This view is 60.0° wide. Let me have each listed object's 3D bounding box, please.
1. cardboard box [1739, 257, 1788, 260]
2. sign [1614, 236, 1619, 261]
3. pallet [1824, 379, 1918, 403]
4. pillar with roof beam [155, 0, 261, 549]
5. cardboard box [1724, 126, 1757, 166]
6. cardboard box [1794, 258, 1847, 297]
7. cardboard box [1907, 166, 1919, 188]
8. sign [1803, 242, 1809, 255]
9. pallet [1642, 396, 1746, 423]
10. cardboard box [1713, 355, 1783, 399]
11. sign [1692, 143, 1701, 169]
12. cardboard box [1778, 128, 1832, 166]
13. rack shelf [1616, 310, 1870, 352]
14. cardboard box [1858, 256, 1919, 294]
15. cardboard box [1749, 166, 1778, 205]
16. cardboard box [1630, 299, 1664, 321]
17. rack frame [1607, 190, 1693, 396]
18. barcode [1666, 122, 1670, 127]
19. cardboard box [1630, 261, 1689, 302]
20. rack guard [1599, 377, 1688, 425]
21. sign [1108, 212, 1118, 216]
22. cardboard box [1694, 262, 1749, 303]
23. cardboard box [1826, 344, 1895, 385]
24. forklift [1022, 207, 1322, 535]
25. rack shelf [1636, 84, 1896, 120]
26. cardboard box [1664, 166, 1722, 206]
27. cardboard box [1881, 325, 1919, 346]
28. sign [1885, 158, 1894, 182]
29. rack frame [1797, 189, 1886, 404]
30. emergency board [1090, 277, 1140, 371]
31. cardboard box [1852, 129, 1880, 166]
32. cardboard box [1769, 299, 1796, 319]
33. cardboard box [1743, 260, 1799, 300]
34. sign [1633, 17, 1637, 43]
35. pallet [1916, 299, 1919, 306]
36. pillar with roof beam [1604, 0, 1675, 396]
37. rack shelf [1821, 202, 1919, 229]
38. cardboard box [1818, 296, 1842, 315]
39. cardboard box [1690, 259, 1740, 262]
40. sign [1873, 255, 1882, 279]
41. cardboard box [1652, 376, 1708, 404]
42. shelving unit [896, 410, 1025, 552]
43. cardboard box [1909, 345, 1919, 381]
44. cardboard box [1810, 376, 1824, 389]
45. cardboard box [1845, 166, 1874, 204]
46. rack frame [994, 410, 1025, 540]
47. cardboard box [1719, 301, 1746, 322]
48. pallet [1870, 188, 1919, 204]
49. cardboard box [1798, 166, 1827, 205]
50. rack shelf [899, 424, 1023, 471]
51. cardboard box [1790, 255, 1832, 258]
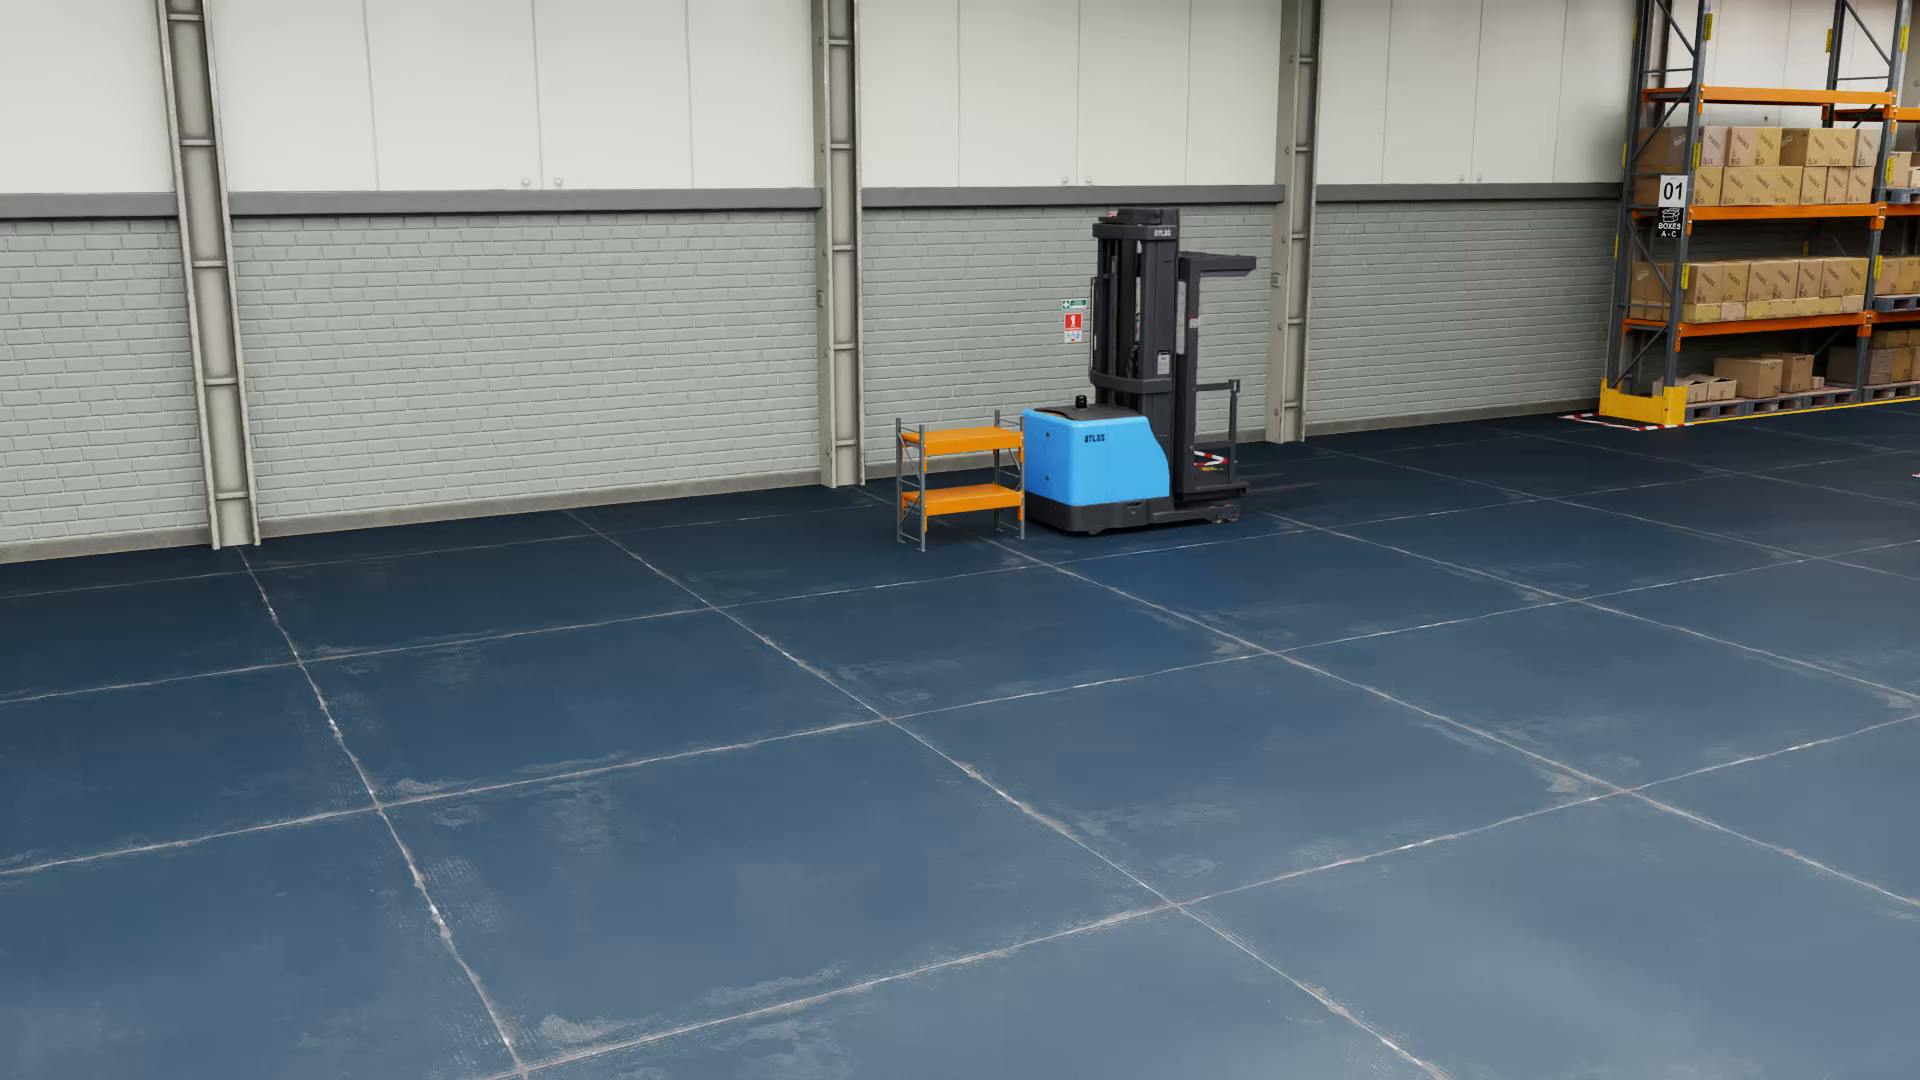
[{"bbox_3d":[11.181,-3.693,23.276,0.500,0.500,0.500,-6,14,-26],"label":"cardboard box"},{"bbox_3d":[8.830,-3.912,22.304,0.005,0.325,0.100,-7,14,-28],"label":"sign"},{"bbox_3d":[13.272,-2.227,24.523,1.213,0.211,1.003,-7,14,-28],"label":"pallet"},{"bbox_3d":[-4.458,-3.528,10.290,0.400,9.000,9.100,-7,14,-28],"label":"pillar with roof beam"},{"bbox_3d":[9.997,-5.131,21.693,0.500,0.500,0.500,-7,14,-29],"label":"cardboard box"},{"bbox_3d":[11.887,-3.644,23.059,0.500,0.500,0.500,-7,14,-28],"label":"cardboard box"},{"bbox_3d":[13.648,-5.237,23.961,0.500,0.311,0.500,-6,14,-26],"label":"cardboard box"},{"bbox_3d":[12.320,-4.176,24.198,0.005,0.325,0.100,-7,14,-28],"label":"sign"},{"bbox_3d":[9.875,-1.810,22.673,1.213,0.211,1.003,-7,14,-28],"label":"pallet"},{"bbox_3d":[10.897,-2.262,23.021,0.500,0.500,0.700,-8,15,-31],"label":"cardboard box"},{"bbox_3d":[9.338,-4.869,21.092,0.005,0.325,0.100,-7,14,-28],"label":"sign"},{"bbox_3d":[11.350,-5.293,22.414,0.500,0.500,0.500,-7,15,-30],"label":"cardboard box"},{"bbox_3d":[10.834,-2.944,22.995,4.000,0.370,1.077,-7,14,-28],"label":"rack shelf"},{"bbox_3d":[13.546,-3.873,24.256,0.500,0.500,0.700,-5,14,-22],"label":"cardboard box"},{"bbox_3d":[10.434,-4.698,22.048,0.500,0.500,0.500,-6,14,-25],"label":"cardboard box"},{"bbox_3d":[9.396,-3.107,22.380,0.500,0.250,0.500,-7,14,-27],"label":"cardboard box"},{"bbox_3d":[9.078,-3.084,21.982,0.127,3.000,1.000,-7,14,-28],"label":"rack frame"},{"bbox_3d":[9.462,-5.548,22.226,0.075,0.075,0.001,-7,14,-28],"label":"barcode"},{"bbox_3d":[9.390,-3.477,22.316,0.500,0.500,0.500,-7,14,-28],"label":"cardboard box"},{"bbox_3d":[9.145,-1.873,22.292,0.348,0.500,1.175,-7,14,-28],"label":"rack guard"},{"bbox_3d":[1.770,-3.590,18.949,0.199,0.298,0.001,-7,14,-28],"label":"sign"},{"bbox_3d":[10.080,-3.429,22.102,0.500,0.500,0.500,-7,14,-28],"label":"cardboard box"},{"bbox_3d":[13.227,-2.581,24.436,0.500,0.500,0.700,-6,14,-26],"label":"cardboard box"},{"bbox_3d":[2.115,-1.682,15.906,3.031,2.935,1.130,-7,14,-27],"label":"forklift"},{"bbox_3d":[10.834,-5.869,22.337,4.000,0.370,1.077,-7,14,-28],"label":"rack shelf"},{"bbox_3d":[9.492,-4.593,21.581,0.500,0.500,0.500,-6,14,-26],"label":"cardboard box"},{"bbox_3d":[14.067,-3.049,24.809,0.500,0.250,0.500,-7,15,-29],"label":"cardboard box"},{"bbox_3d":[12.856,-5.117,23.004,0.005,0.325,0.100,-7,14,-28],"label":"sign"},{"bbox_3d":[12.589,-3.505,23.851,0.127,3.000,1.000,-7,14,-28],"label":"rack frame"},{"bbox_3d":[1.824,-2.441,19.122,0.643,1.169,0.194,-7,14,-28],"label":"emergency board"},{"bbox_3d":[12.279,-5.410,22.933,0.500,0.500,0.500,-8,15,-33],"label":"cardboard box"},{"bbox_3d":[11.002,-3.173,22.674,0.500,0.250,0.500,-7,14,-27],"label":"cardboard box"},{"bbox_3d":[10.984,-3.539,22.589,0.500,0.500,0.500,-6,14,-26],"label":"cardboard box"},{"bbox_3d":[8.830,-6.653,21.688,0.005,0.325,0.100,-7,14,-28],"label":"sign"},{"bbox_3d":[14.382,-3.616,24.782,1.213,0.211,1.003,-7,14,-28],"label":"pallet"},{"bbox_3d":[11.341,-5.422,18.704,0.400,9.000,9.100,-7,14,-28],"label":"pillar with roof beam"},{"bbox_3d":[14.345,-4.828,24.536,4.000,0.370,1.077,-7,14,-28],"label":"rack shelf"},{"bbox_3d":[11.877,-3.282,23.159,0.500,0.250,0.500,-7,14,-28],"label":"cardboard box"},{"bbox_3d":[10.288,-3.583,22.788,0.500,0.500,0.500,-7,15,-29],"label":"cardboard box"},{"bbox_3d":[12.856,-3.824,23.295,0.005,0.325,0.100,-7,14,-28],"label":"sign"},{"bbox_3d":[9.729,-2.042,22.475,0.500,0.311,0.500,-9,15,-34],"label":"cardboard box"},{"bbox_3d":[0.006,-0.549,14.989,1.048,1.125,0.538,-7,14,-28],"label":"shelving unit"},{"bbox_3d":[14.124,-2.691,24.924,0.500,0.500,0.700,-7,14,-27],"label":"cardboard box"},{"bbox_3d":[12.134,-2.275,23.838,0.250,0.166,0.380,-9,16,-35],"label":"cardboard box"},{"bbox_3d":[12.262,-4.926,23.060,0.500,0.500,0.500,-6,14,-26],"label":"cardboard box"},{"bbox_3d":[0.452,-0.603,15.226,0.032,1.125,0.500,-7,14,-28],"label":"rack frame"},{"bbox_3d":[10.108,-3.068,22.207,0.500,0.250,0.500,-7,15,-30],"label":"cardboard box"},{"bbox_3d":[13.182,-4.921,23.740,1.003,0.211,1.213,-7,14,-28],"label":"pallet"},{"bbox_3d":[11.346,-4.810,22.544,0.500,0.500,0.500,-7,15,-30],"label":"cardboard box"},{"bbox_3d":[0.006,-0.835,14.925,1.000,0.278,0.538,-7,14,-28],"label":"rack shelf"},{"bbox_3d":[12.077,-3.798,23.743,0.500,0.500,0.500,-7,15,-29],"label":"cardboard box"}]
